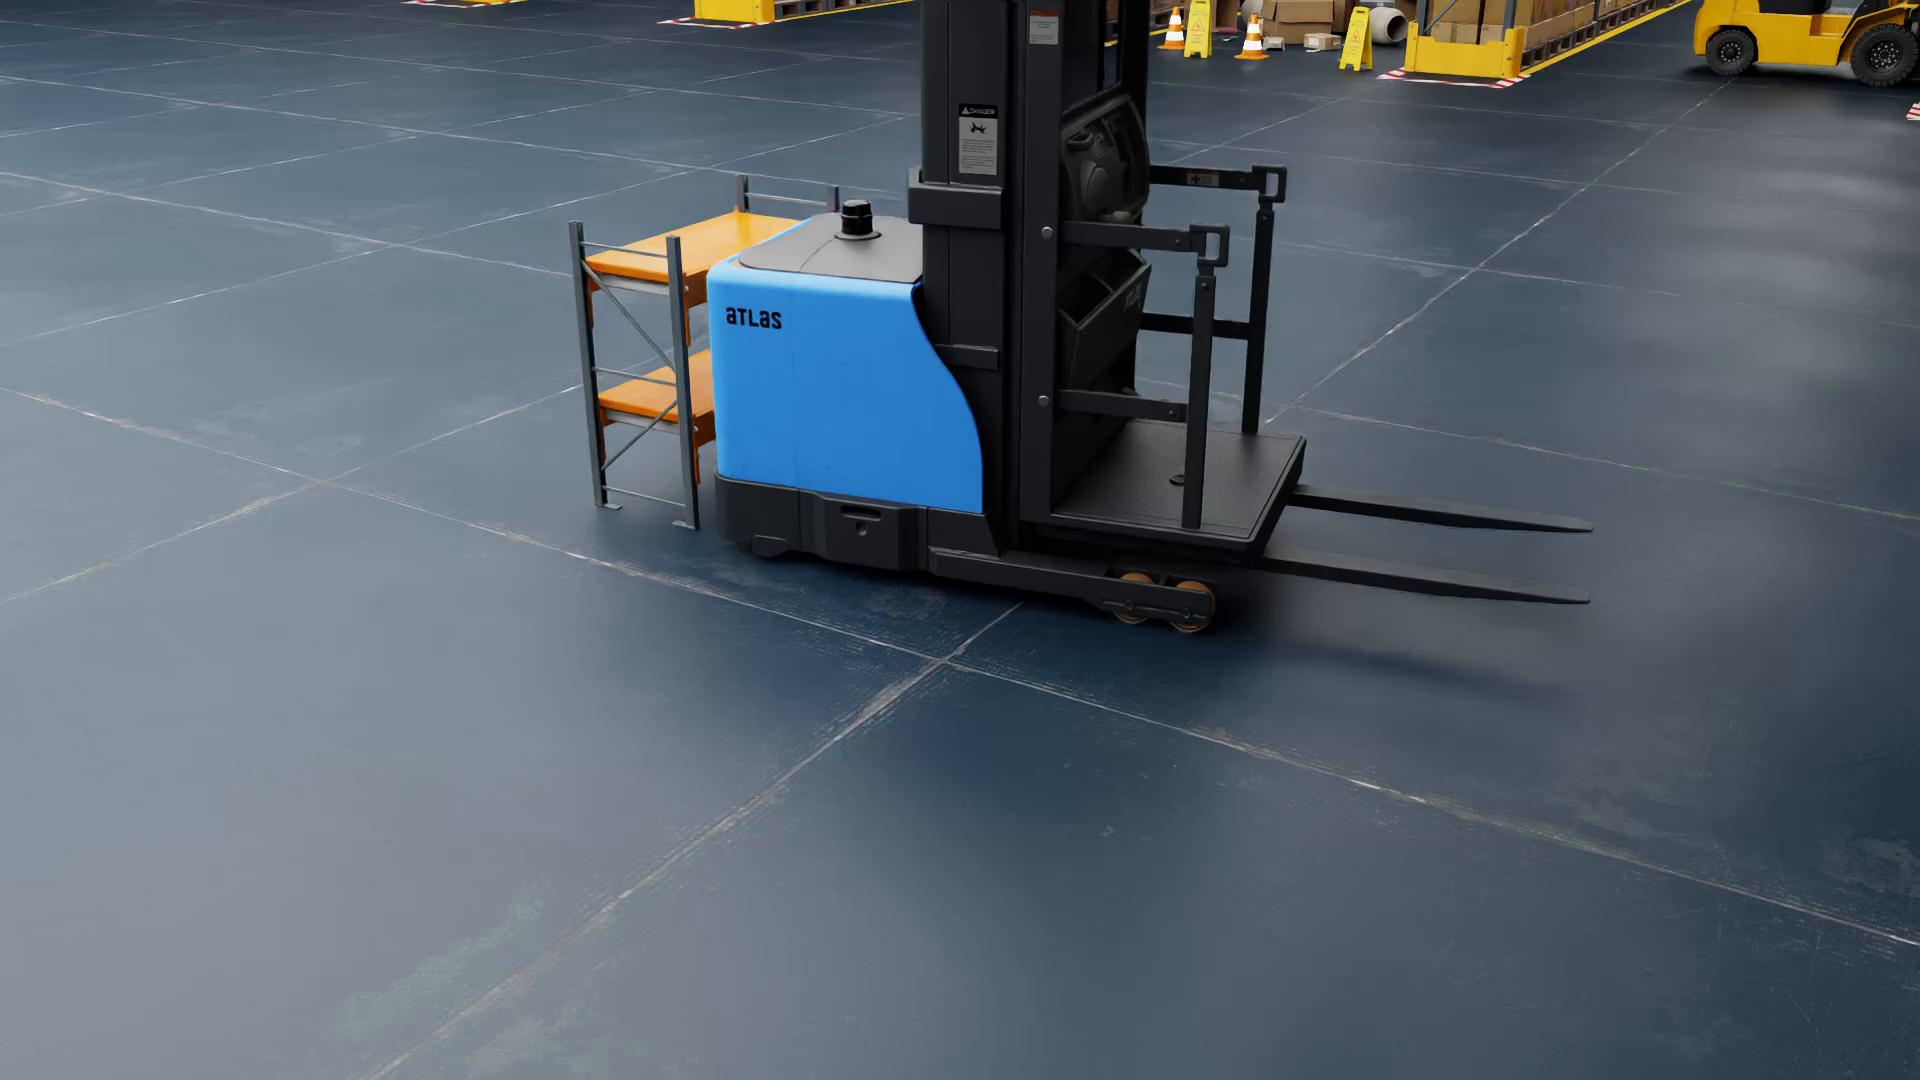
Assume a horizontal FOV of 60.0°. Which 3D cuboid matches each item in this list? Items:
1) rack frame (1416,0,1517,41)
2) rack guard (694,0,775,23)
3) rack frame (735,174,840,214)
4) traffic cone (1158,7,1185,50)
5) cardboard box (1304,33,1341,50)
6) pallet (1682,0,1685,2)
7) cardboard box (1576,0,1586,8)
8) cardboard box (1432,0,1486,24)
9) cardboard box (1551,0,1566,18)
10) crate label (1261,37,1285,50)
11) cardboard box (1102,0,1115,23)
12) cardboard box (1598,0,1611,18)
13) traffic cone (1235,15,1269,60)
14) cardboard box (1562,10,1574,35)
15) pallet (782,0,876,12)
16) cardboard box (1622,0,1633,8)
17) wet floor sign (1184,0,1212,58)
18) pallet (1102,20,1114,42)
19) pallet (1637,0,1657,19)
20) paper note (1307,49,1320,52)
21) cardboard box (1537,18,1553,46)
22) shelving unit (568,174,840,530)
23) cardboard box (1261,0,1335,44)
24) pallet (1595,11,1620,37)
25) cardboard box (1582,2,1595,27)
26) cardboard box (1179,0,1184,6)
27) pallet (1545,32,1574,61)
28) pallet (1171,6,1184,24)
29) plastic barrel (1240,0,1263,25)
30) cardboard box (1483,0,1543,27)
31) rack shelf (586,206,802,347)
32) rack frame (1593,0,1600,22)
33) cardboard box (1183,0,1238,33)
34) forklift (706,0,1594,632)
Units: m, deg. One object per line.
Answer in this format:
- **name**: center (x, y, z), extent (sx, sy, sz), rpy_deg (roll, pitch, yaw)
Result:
- **rack frame**: center (5.320, -6.348, 17.138), extent (1.000, 3.000, 0.127), rpy_deg (14, 27, 29)
- **rack guard**: center (-3.059, -7.303, 22.491), extent (1.175, 0.500, 0.348), rpy_deg (14, 27, 29)
- **rack frame**: center (-0.714, -0.960, 7.053), extent (0.500, 1.125, 0.032), rpy_deg (13, 27, 27)
- **traffic cone**: center (2.548, -6.069, 19.686), extent (0.336, 0.463, 0.334), rpy_deg (14, 27, 29)
- **cardboard box**: center (4.295, -5.905, 19.703), extent (0.250, 0.149, 0.380), rpy_deg (-12, 26, -26)
- **pallet**: center (10.664, -8.429, 25.454), extent (1.003, 0.211, 1.213), rpy_deg (14, 27, 29)
- **cardboard box**: center (7.079, -6.545, 19.582), extent (0.500, 0.500, 0.500), rpy_deg (14, 27, 30)
- **cardboard box**: center (5.521, -5.948, 18.202), extent (0.500, 0.500, 0.500), rpy_deg (14, 27, 29)
- **cardboard box**: center (6.536, -6.190, 18.762), extent (0.500, 0.500, 0.500), rpy_deg (14, 27, 30)
- **crate label**: center (3.691, -5.846, 19.581), extent (0.250, 0.136, 0.298), rpy_deg (1, 23, 2)
- **cardboard box**: center (1.363, -6.811, 20.354), extent (0.875, 0.875, 0.875), rpy_deg (14, 27, 29)
- **cardboard box**: center (7.705, -6.862, 21.105), extent (0.950, 0.372, 0.625), rpy_deg (14, 27, 30)
- **traffic cone**: center (3.329, -5.717, 18.874), extent (0.336, 0.463, 0.334), rpy_deg (14, 27, 29)
- **cardboard box**: center (6.802, -6.020, 19.314), extent (0.500, 0.250, 0.500), rpy_deg (14, 27, 30)
- **pallet**: center (-1.956, -7.848, 24.112), extent (1.003, 0.211, 1.213), rpy_deg (14, 27, 29)
- **cardboard box**: center (8.446, -7.341, 22.210), extent (0.950, 0.372, 0.625), rpy_deg (15, 28, 31)
- **wet floor sign**: center (2.728, -5.846, 18.942), extent (0.267, 0.644, 0.232), rpy_deg (9, 25, 20)
- **pallet**: center (1.417, -6.358, 20.670), extent (1.003, 0.211, 1.213), rpy_deg (14, 27, 29)
- **pallet**: center (9.127, -7.505, 23.320), extent (1.003, 0.211, 1.213), rpy_deg (14, 27, 29)
- **paper note**: center (4.128, -5.722, 19.428), extent (0.148, 0.019, 0.142), rpy_deg (5, 24, 11)
- **cardboard box**: center (6.256, -5.664, 18.490), extent (0.500, 0.250, 0.500), rpy_deg (15, 28, 31)
- **shelving unit**: center (-0.967, -0.785, 6.648), extent (0.538, 1.125, 1.048), rpy_deg (13, 27, 27)
- **cardboard box**: center (4.096, -6.326, 20.229), extent (0.797, 0.503, 0.637), rpy_deg (-3, 24, -7)
- **pallet**: center (7.840, -6.681, 21.418), extent (1.003, 0.211, 1.213), rpy_deg (14, 27, 29)
- **cardboard box**: center (7.347, -6.373, 20.128), extent (0.500, 0.250, 0.500), rpy_deg (15, 28, 31)
- **cardboard box**: center (2.780, -7.721, 22.456), extent (0.875, 0.875, 0.875), rpy_deg (14, 27, 30)
- **pallet**: center (6.463, -5.771, 19.315), extent (1.003, 0.211, 1.213), rpy_deg (14, 27, 29)
- **pallet**: center (2.704, -7.181, 22.573), extent (1.003, 0.211, 1.213), rpy_deg (14, 27, 29)
- **plastic barrel**: center (3.876, -6.815, 21.458), extent (0.421, 0.421, 0.512), rpy_deg (-7, 24, -17)
- **cardboard box**: center (5.993, -5.845, 17.965), extent (0.500, 0.500, 0.500), rpy_deg (13, 27, 27)
- **rack shelf**: center (-0.967, -1.054, 6.532), extent (0.538, 0.278, 1.000), rpy_deg (13, 27, 27)
- **rack frame**: center (7.430, -7.698, 20.256), extent (1.000, 3.000, 0.127), rpy_deg (14, 27, 29)
- **cardboard box**: center (3.225, -6.816, 21.363), extent (0.500, 0.500, 0.500), rpy_deg (20, 30, 38)
- **forklift**: center (0.677, -1.276, 5.508), extent (3.031, 2.935, 1.130), rpy_deg (8, 25, 18)
